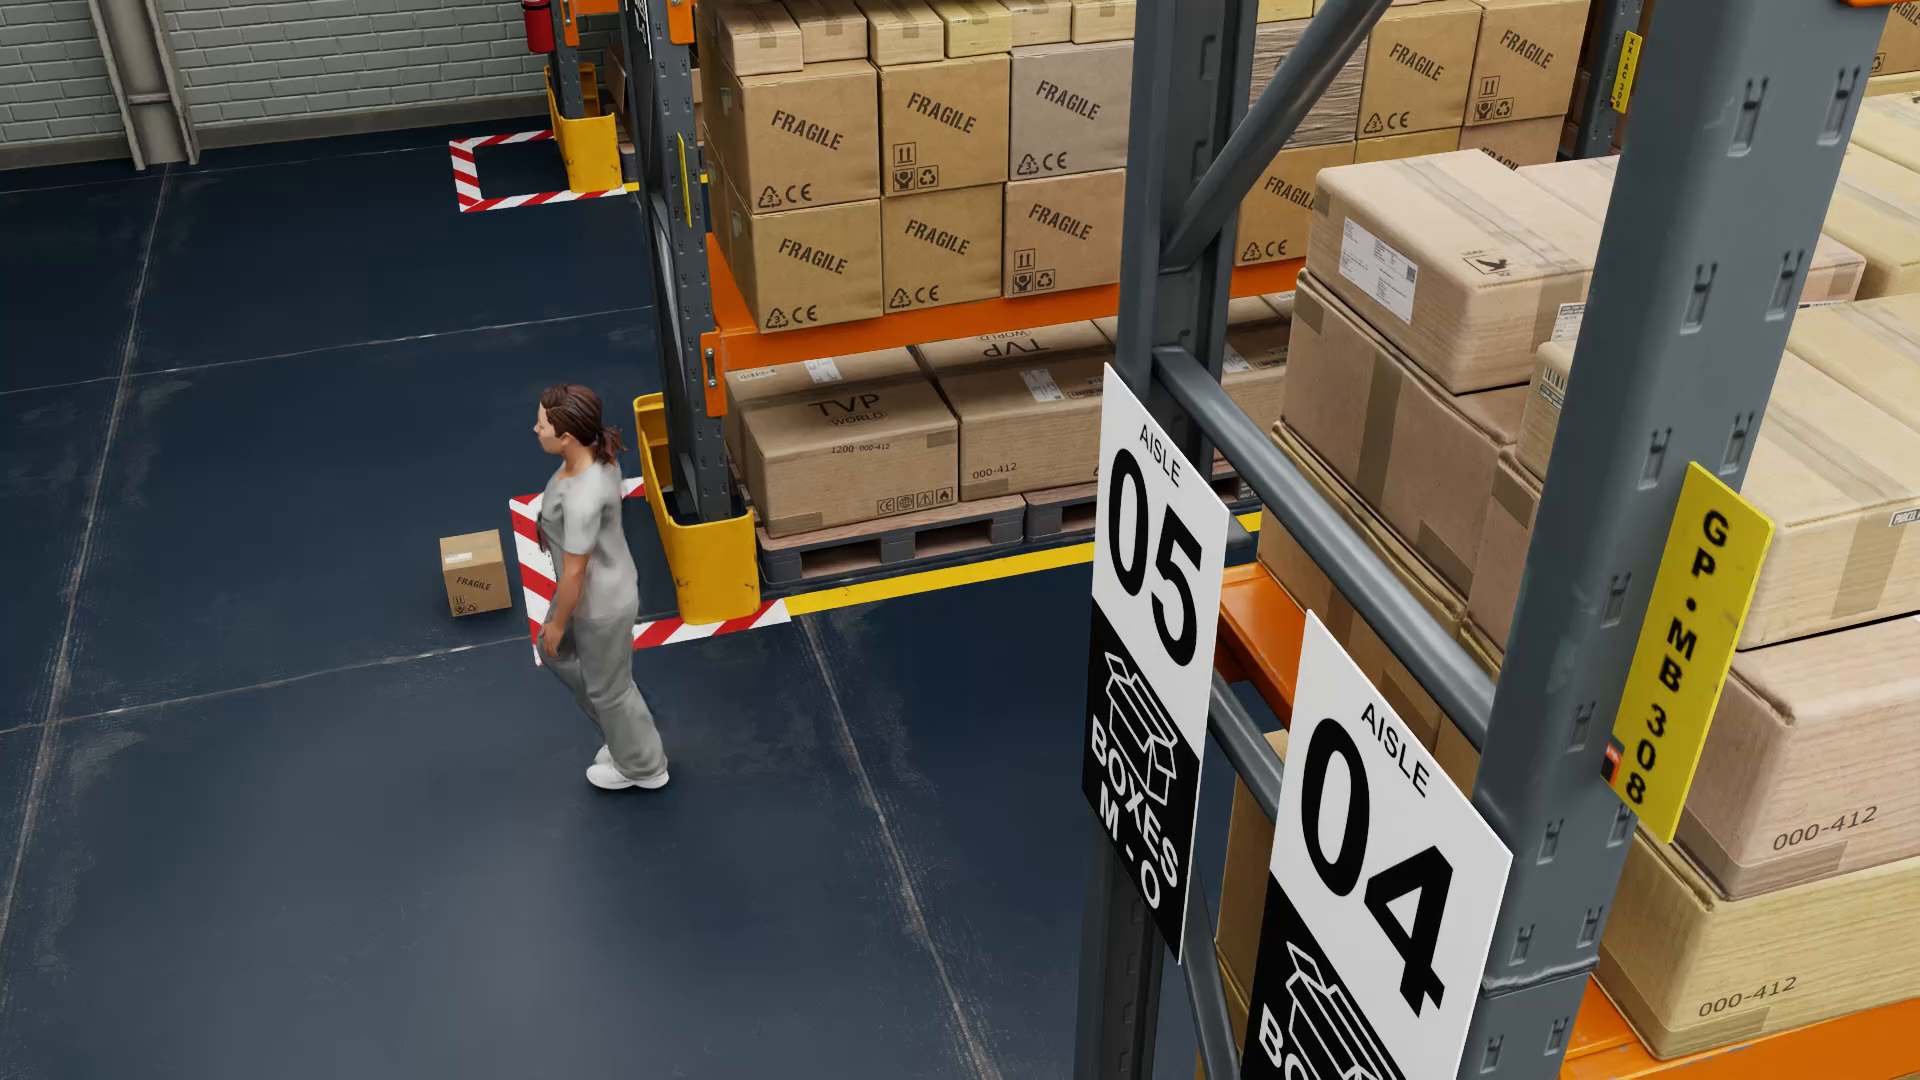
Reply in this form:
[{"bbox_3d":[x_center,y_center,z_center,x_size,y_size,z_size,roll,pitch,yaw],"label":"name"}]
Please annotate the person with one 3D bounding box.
[{"bbox_3d":[-1.313,0.201,5.837,0.427,1.690,0.513,-5,34,-8],"label":"person"}]
